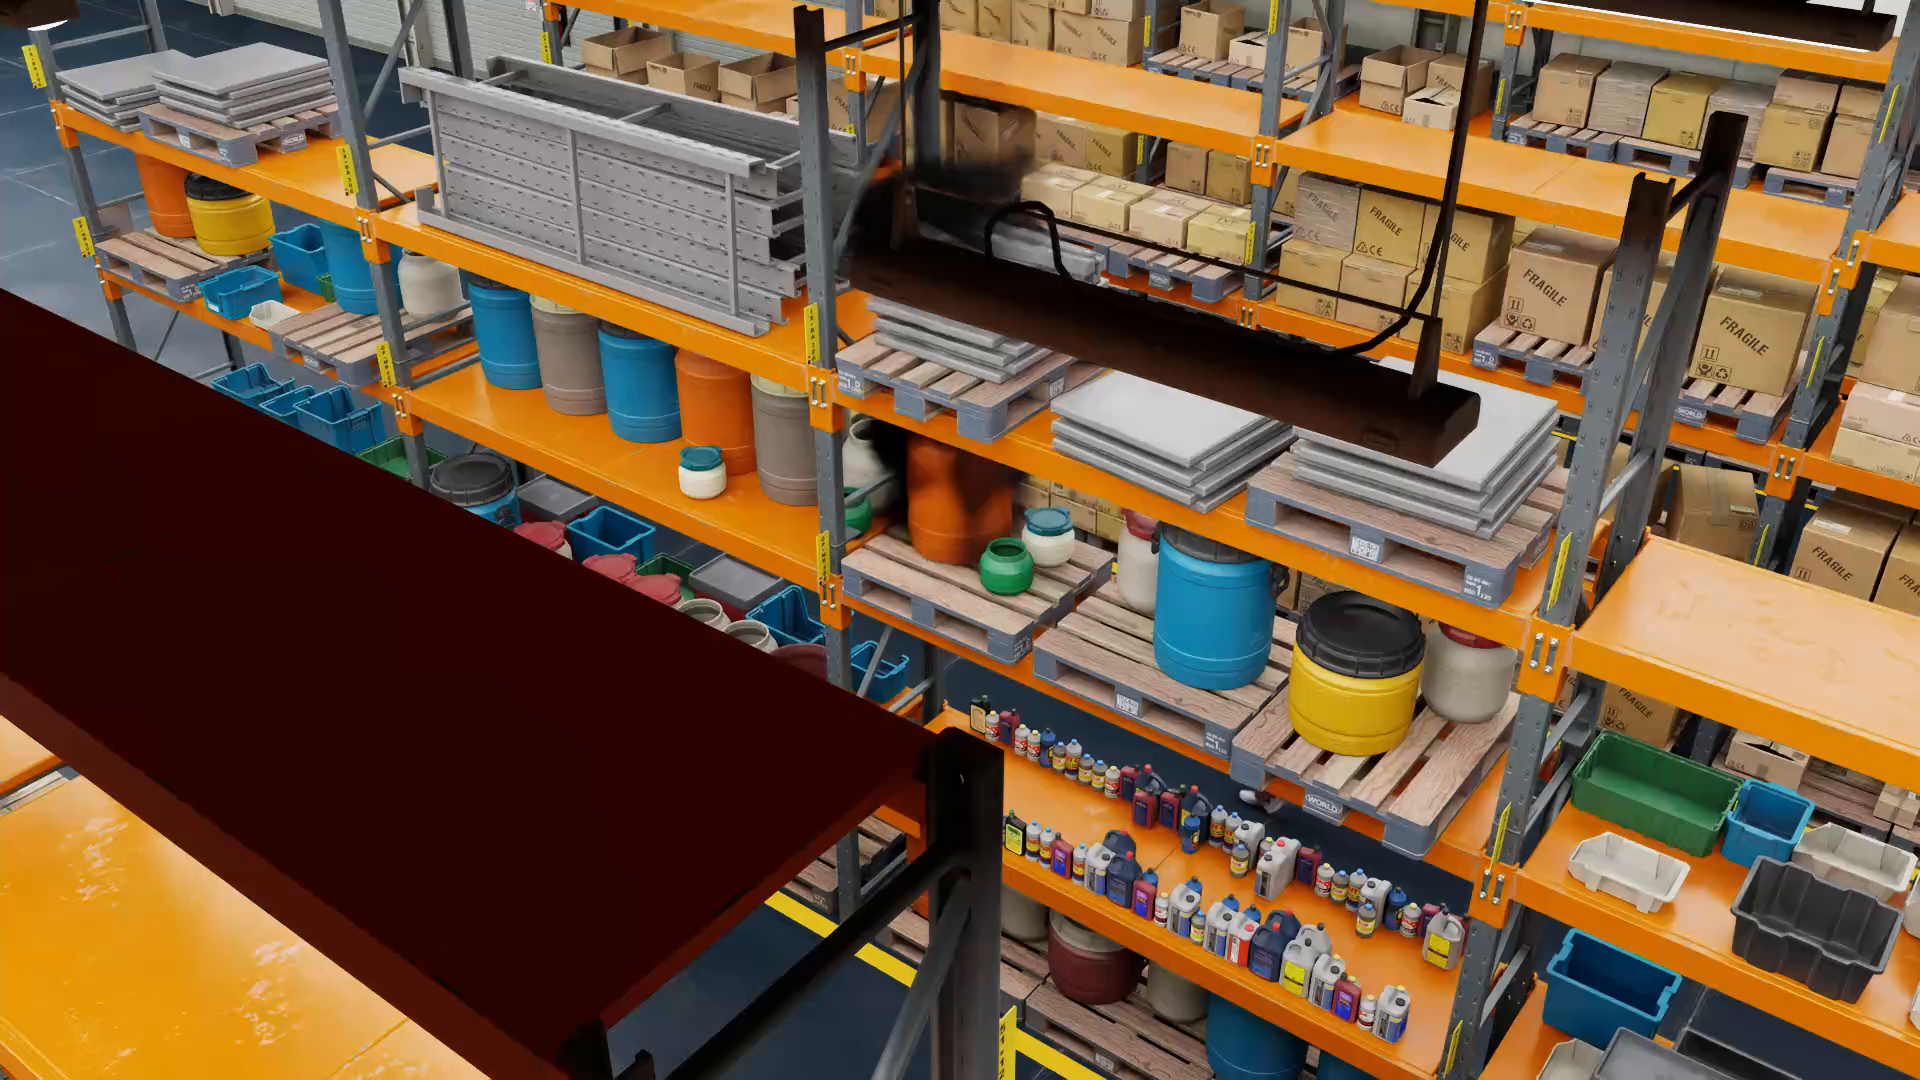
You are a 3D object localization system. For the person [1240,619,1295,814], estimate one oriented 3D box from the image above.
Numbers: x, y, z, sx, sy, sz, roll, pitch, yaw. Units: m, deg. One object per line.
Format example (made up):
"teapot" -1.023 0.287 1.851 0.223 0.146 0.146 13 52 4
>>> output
"person" 2.181 1.233 11.695 0.555 1.622 0.576 20 36 29
